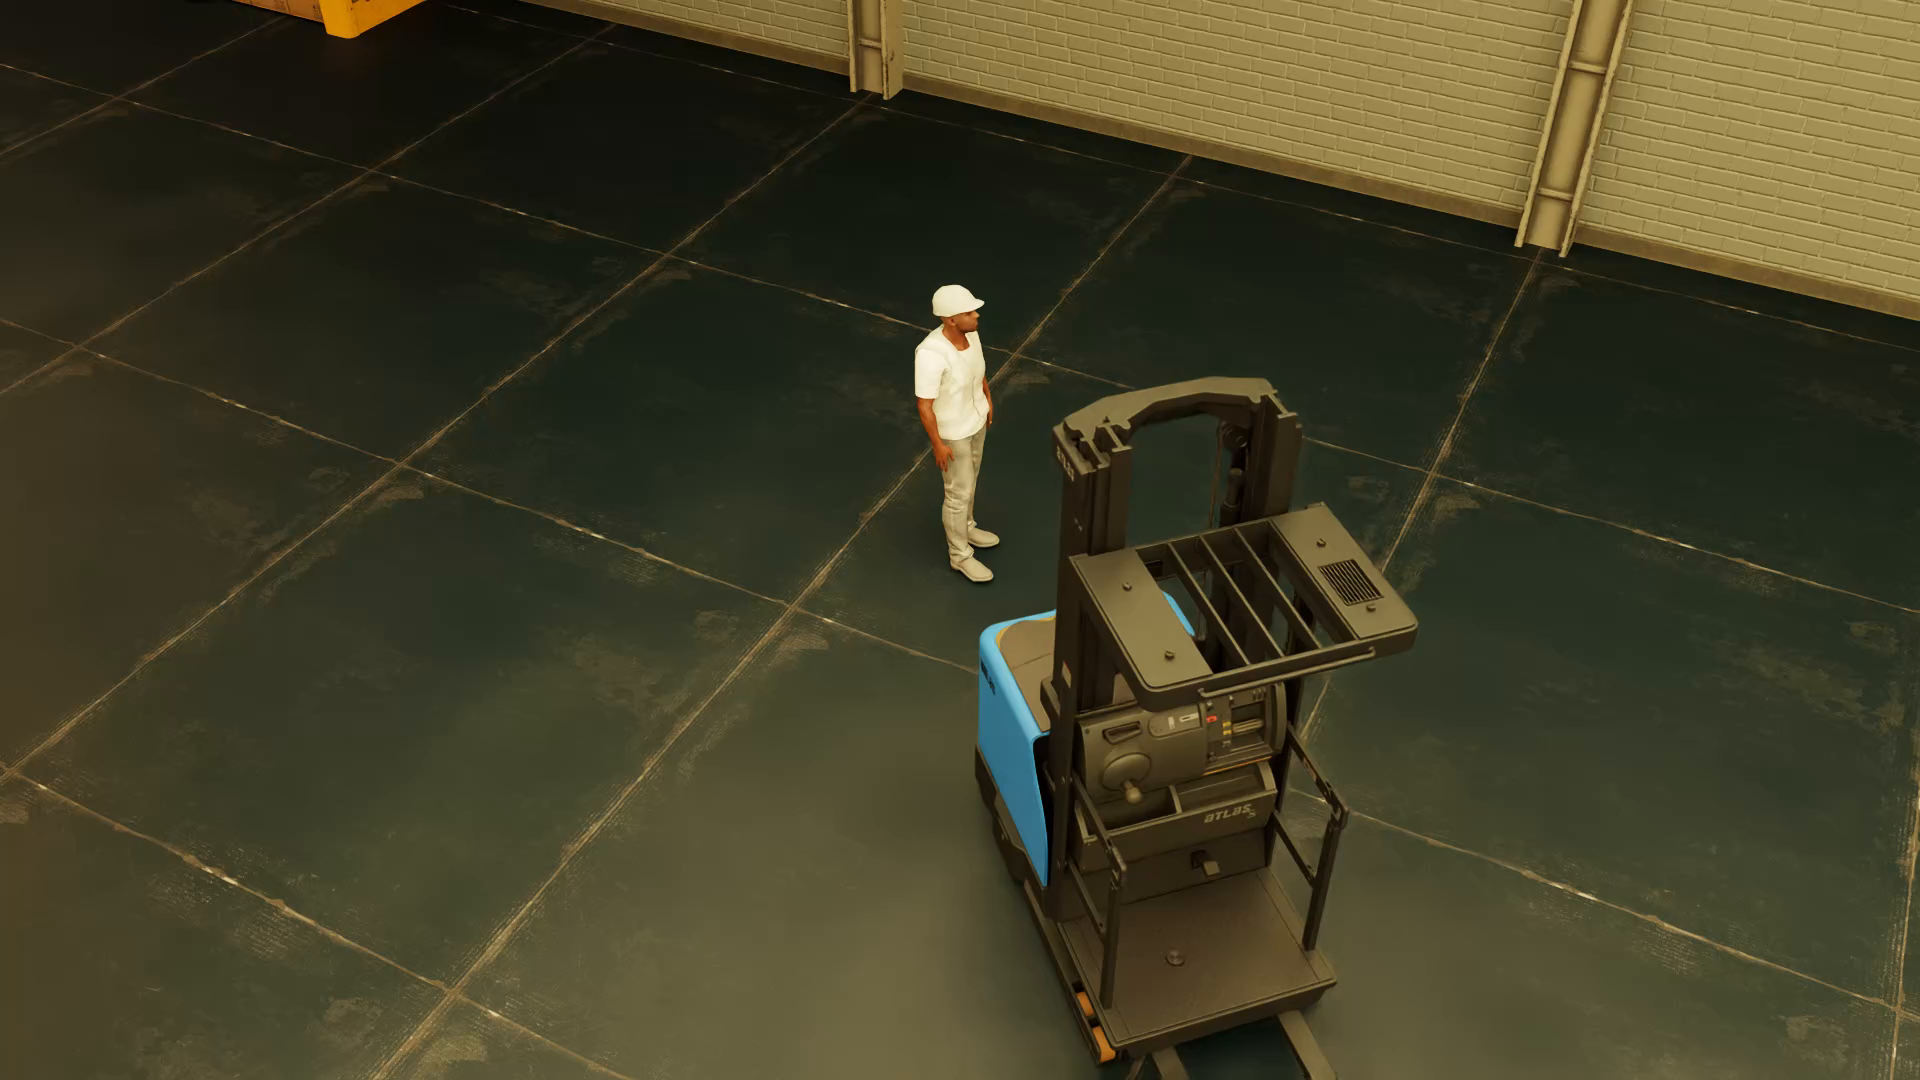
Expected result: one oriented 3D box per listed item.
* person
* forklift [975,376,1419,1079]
[{"bbox_3d":[0.060,-0.657,9.660,0.575,1.768,0.666,18,43,21],"label":"person"},{"bbox_3d":[1.022,0.927,6.886,1.130,2.935,3.031,-12,42,-14],"label":"forklift"}]
